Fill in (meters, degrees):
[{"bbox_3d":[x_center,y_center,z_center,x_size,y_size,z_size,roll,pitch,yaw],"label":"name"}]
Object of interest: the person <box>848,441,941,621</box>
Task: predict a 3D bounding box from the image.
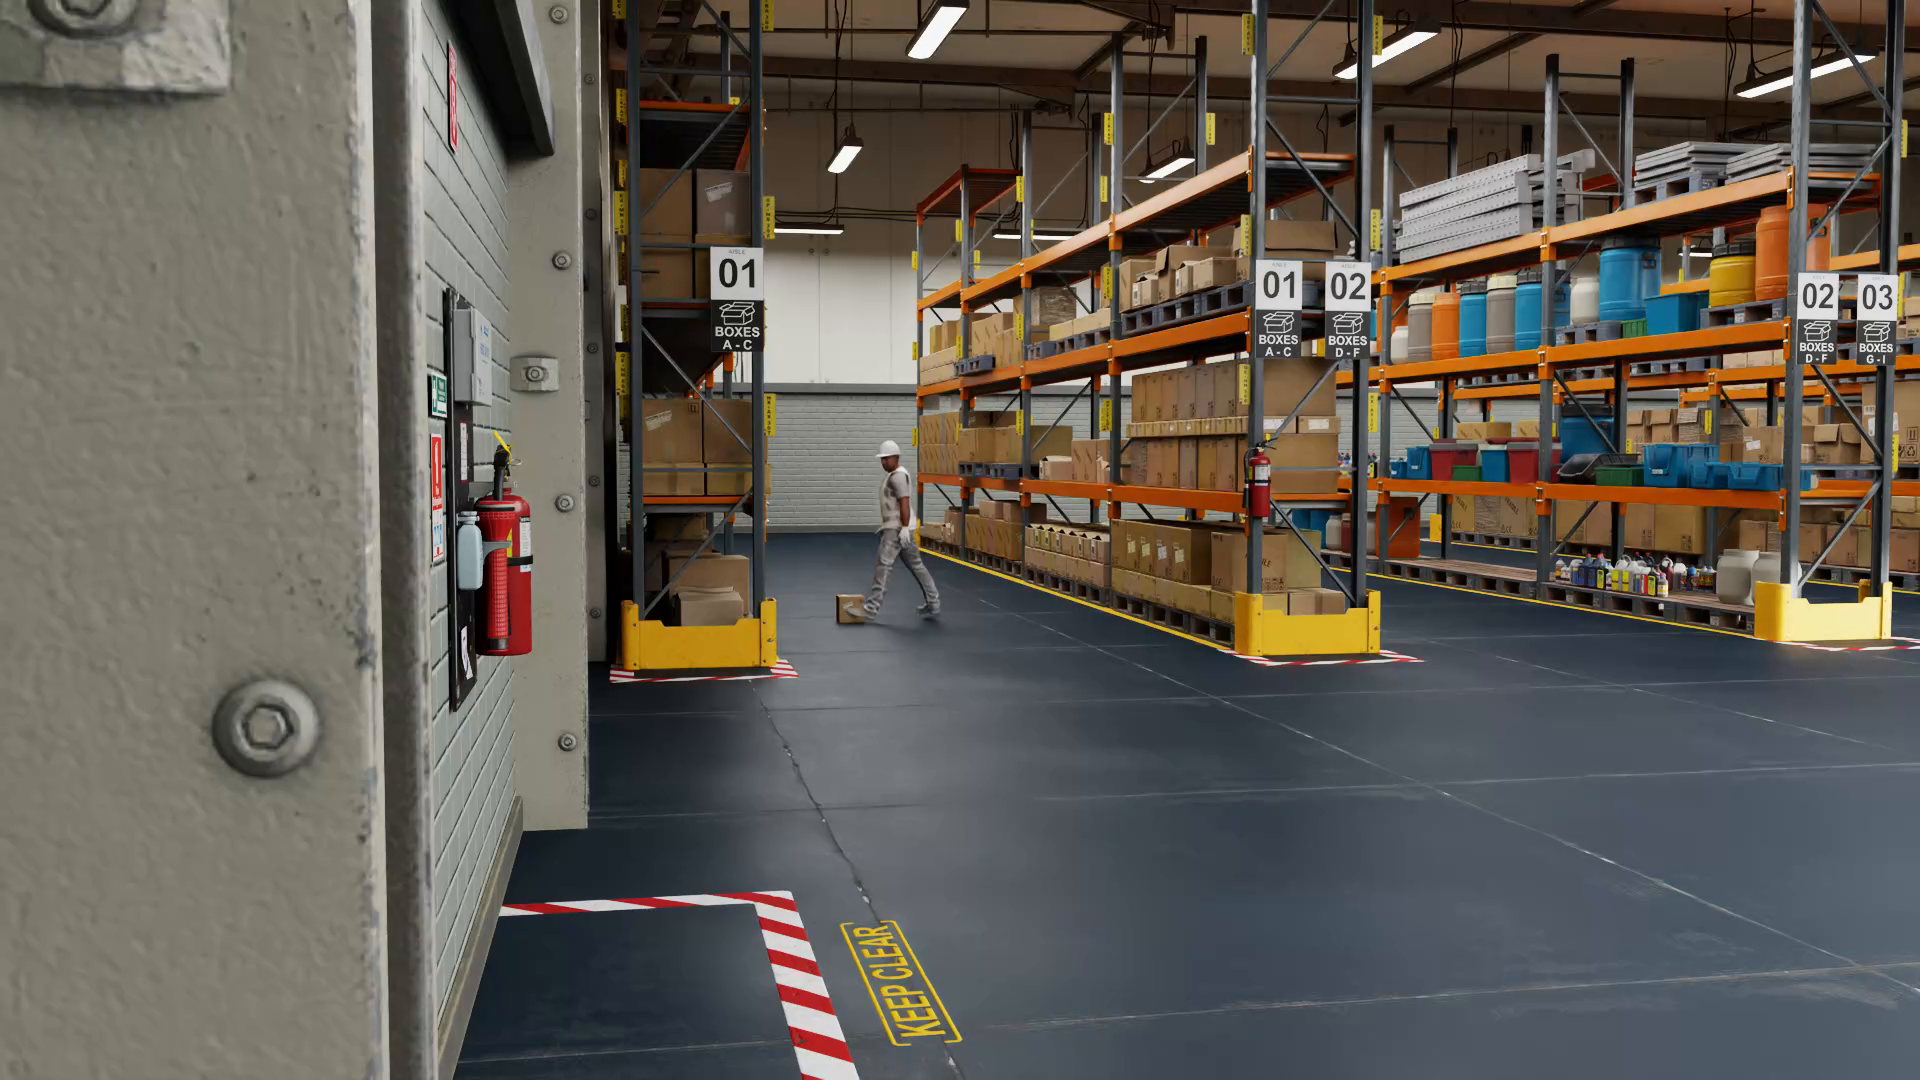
[{"bbox_3d":[-0.651,-0.098,16.357,0.895,1.751,0.673,0,3,5],"label":"person"}]
